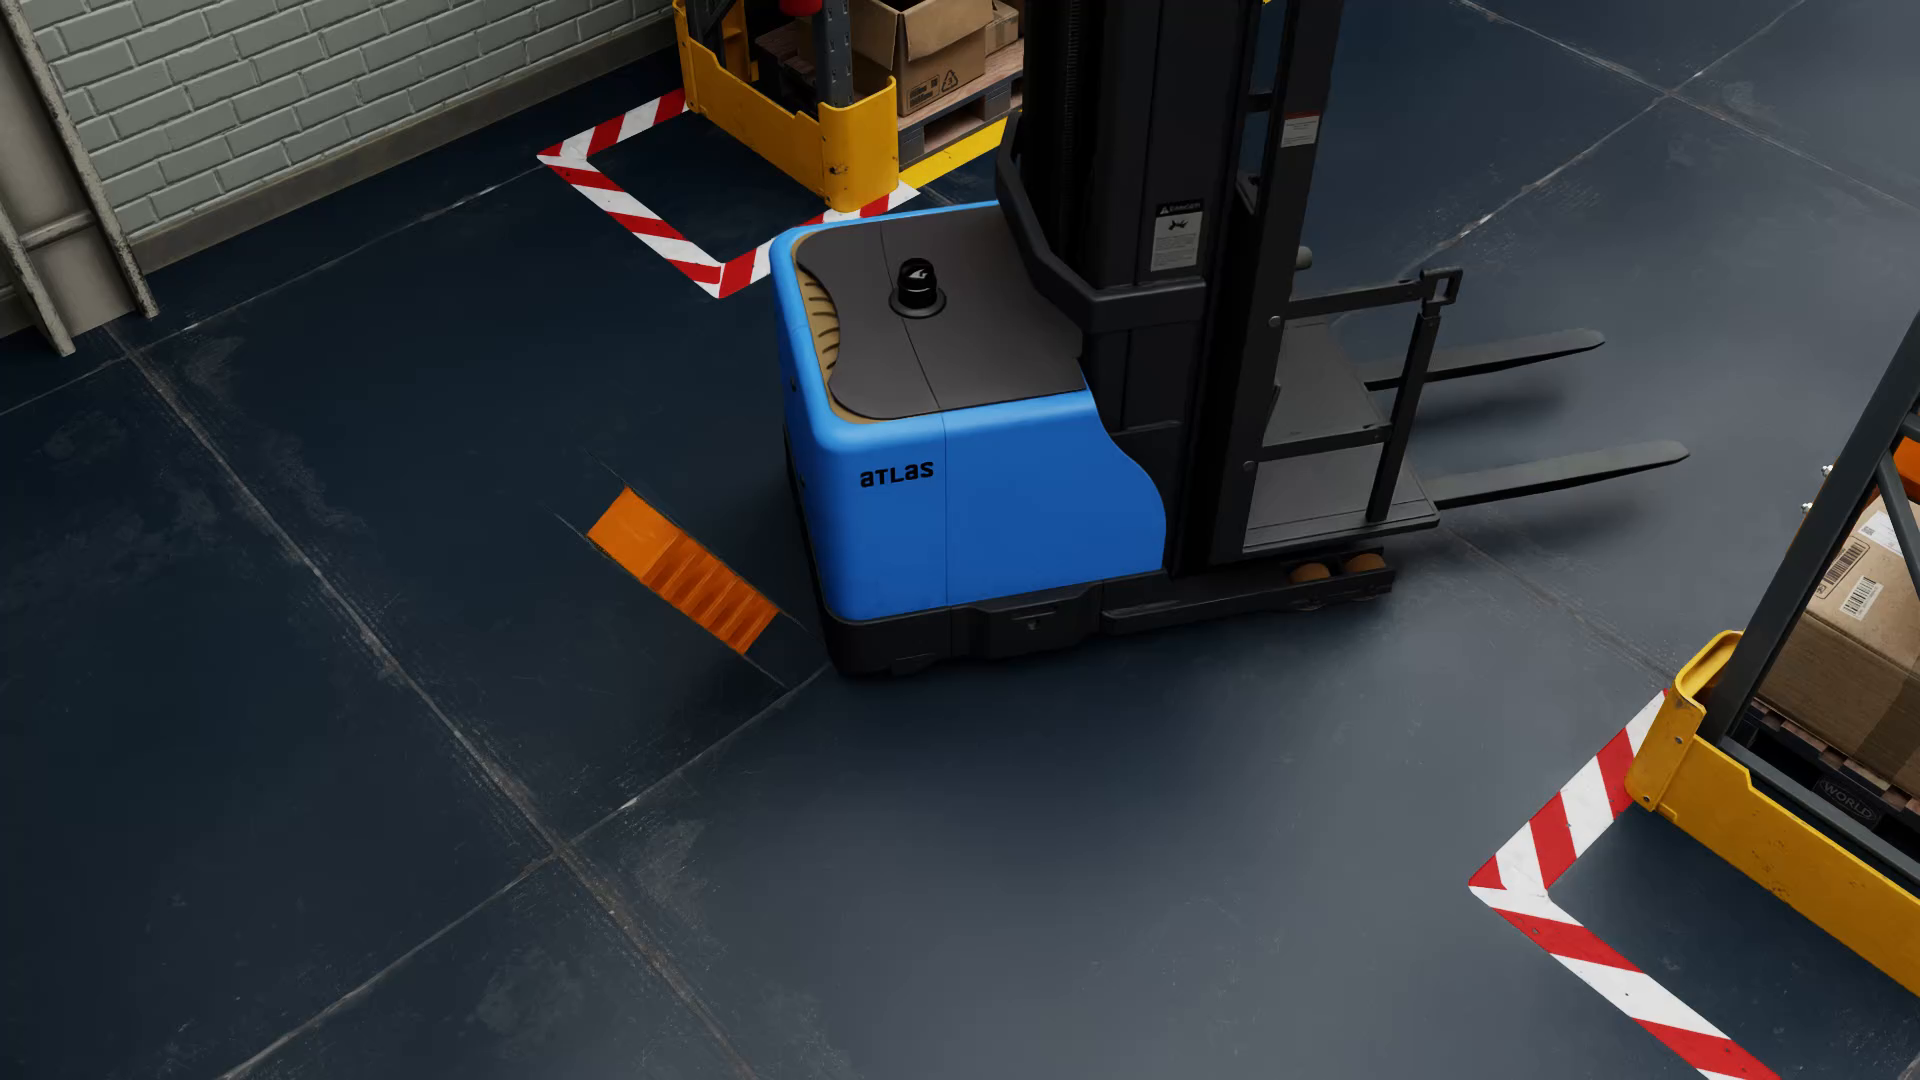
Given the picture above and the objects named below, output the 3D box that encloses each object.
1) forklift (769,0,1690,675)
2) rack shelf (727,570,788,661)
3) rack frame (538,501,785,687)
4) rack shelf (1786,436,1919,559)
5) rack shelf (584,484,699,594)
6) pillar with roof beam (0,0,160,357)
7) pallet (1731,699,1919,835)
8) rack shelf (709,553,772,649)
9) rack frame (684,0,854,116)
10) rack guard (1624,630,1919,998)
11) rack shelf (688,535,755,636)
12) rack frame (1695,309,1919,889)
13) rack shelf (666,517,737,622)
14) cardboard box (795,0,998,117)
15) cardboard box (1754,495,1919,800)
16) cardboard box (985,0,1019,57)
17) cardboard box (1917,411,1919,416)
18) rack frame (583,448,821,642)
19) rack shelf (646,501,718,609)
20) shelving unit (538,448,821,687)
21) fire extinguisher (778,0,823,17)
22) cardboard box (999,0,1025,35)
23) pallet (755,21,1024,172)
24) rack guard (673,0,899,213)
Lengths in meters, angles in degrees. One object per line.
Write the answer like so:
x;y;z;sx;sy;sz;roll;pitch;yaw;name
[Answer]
0.963;-1.130;4.799;3.031;2.935;1.130;-9;48;-9;forklift
-0.688;0.219;5.104;0.258;0.103;0.180;36;83;28;rack shelf
-0.835;0.184;4.846;0.240;1.200;0.006;36;83;28;rack frame
4.011;-0.791;4.929;4.000;0.370;1.077;-34;56;-27;rack shelf
-0.877;-0.004;4.580;0.258;0.103;0.180;36;83;28;rack shelf
-0.516;-1.594;1.098;0.400;9.000;9.100;-34;56;-27;pillar with roof beam
3.070;0.461;5.181;1.213;0.211;1.003;-34;56;-27;pallet
-0.726;0.174;4.999;0.258;0.103;0.180;36;83;28;rack shelf
-0.811;-2.744;6.241;0.127;3.000;1.000;-34;56;-27;rack frame
2.513;0.813;4.660;0.348;0.500;1.175;-34;56;-27;rack guard
-0.764;0.130;4.894;0.258;0.103;0.180;36;83;28;rack shelf
2.531;-0.046;3.752;0.127;3.000;1.000;-34;56;-27;rack frame
-0.802;0.085;4.789;0.258;0.103;0.180;36;83;28;rack shelf
-0.295;-2.290;7.235;0.637;0.503;0.797;-36;57;-28;cardboard box
2.952;0.299;4.891;0.875;0.438;0.875;-36;57;-28;cardboard box
0.046;-2.359;7.540;0.250;0.149;0.380;-36;57;-28;cardboard box
2.710;-0.463;4.068;0.500;0.500;0.500;-33;56;-27;cardboard box
-0.721;0.042;4.865;0.240;1.200;0.006;36;83;28;rack frame
-0.840;0.041;4.685;0.258;0.103;0.180;36;83;28;rack shelf
-0.778;0.113;4.855;0.258;1.200;0.189;36;83;28;shelving unit
-0.609;-2.267;6.107;0.183;0.674;0.296;-34;56;-27;fire extinguisher
0.364;-2.691;7.607;0.500;0.500;0.700;-32;55;-26;cardboard box
-0.166;-2.230;7.664;1.213;0.211;1.003;-34;56;-27;pallet
-0.755;-1.934;7.194;0.348;0.500;1.175;-34;56;-27;rack guard
